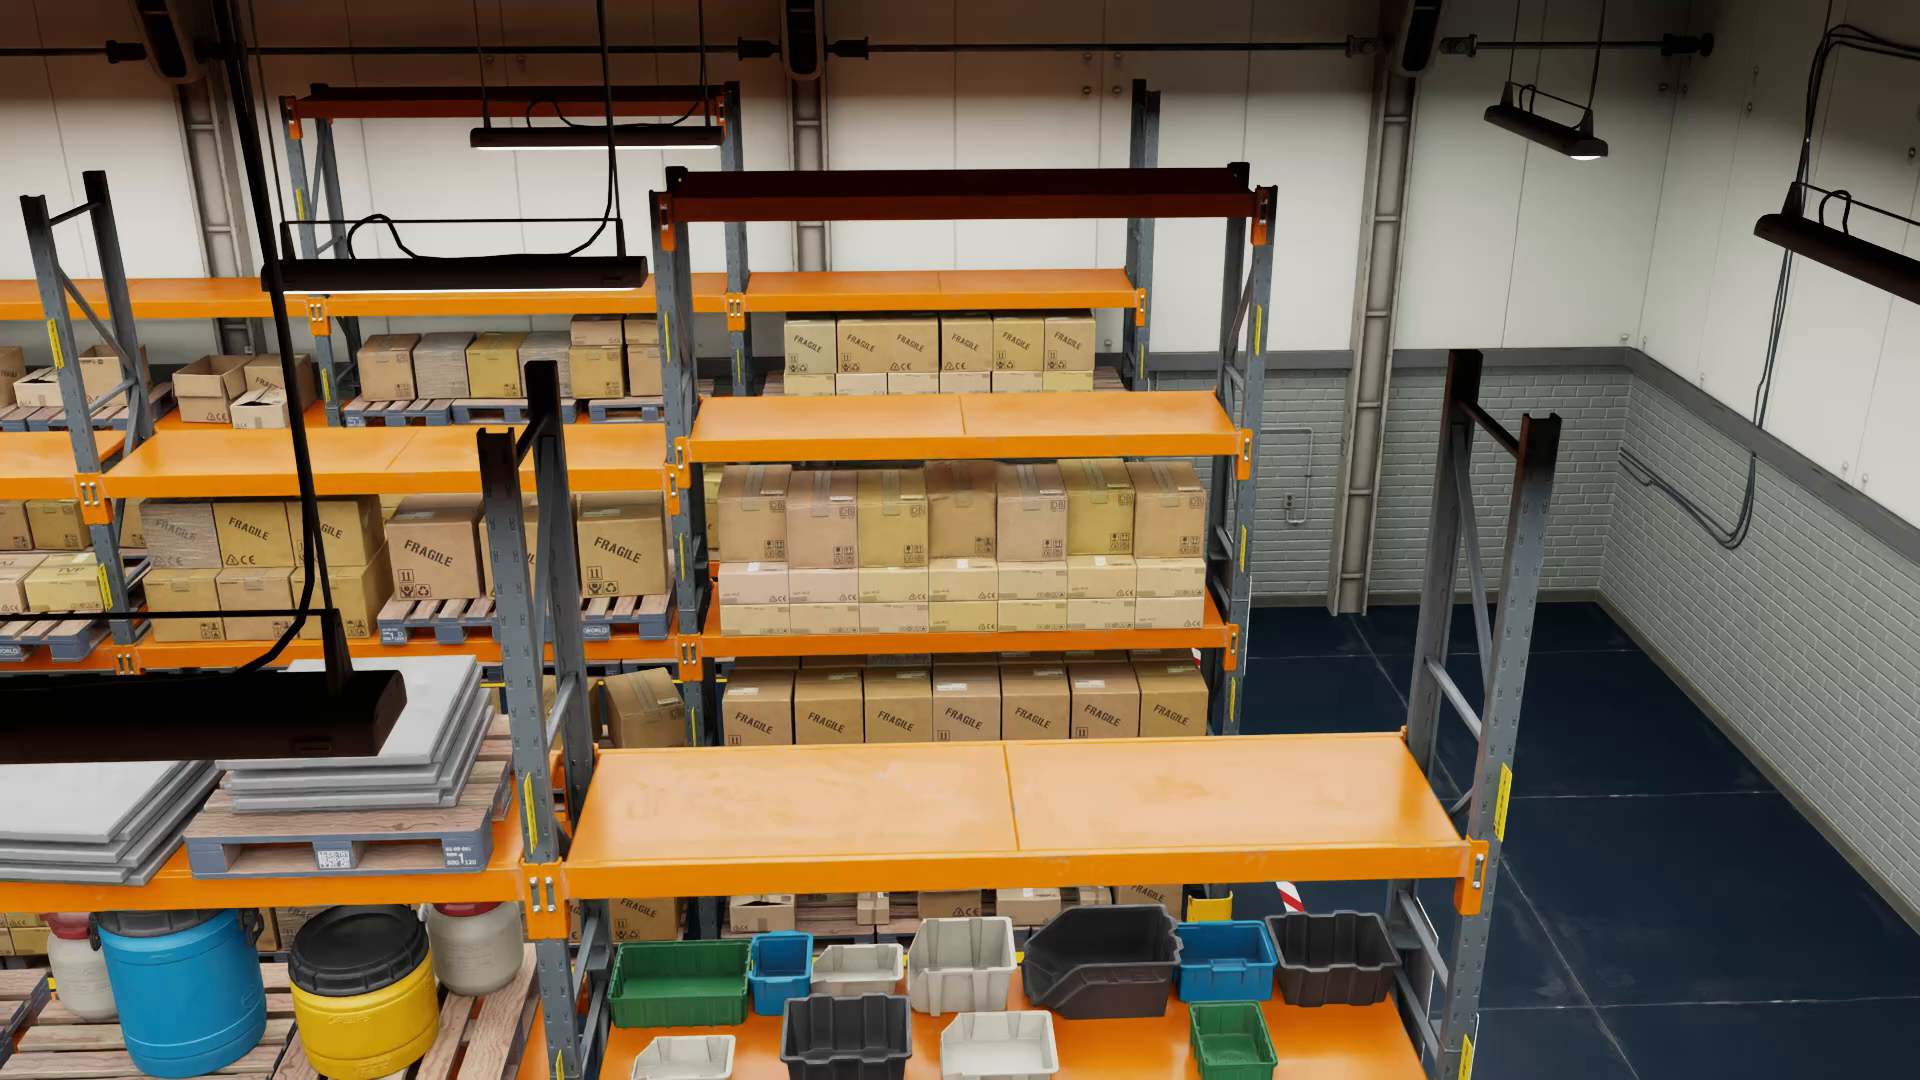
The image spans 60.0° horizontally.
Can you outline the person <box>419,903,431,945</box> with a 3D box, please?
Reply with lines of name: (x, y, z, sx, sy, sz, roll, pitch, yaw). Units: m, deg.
person: (-3.685, 2.881, 11.691, 0.773, 1.776, 0.607, 5, 23, 13)
